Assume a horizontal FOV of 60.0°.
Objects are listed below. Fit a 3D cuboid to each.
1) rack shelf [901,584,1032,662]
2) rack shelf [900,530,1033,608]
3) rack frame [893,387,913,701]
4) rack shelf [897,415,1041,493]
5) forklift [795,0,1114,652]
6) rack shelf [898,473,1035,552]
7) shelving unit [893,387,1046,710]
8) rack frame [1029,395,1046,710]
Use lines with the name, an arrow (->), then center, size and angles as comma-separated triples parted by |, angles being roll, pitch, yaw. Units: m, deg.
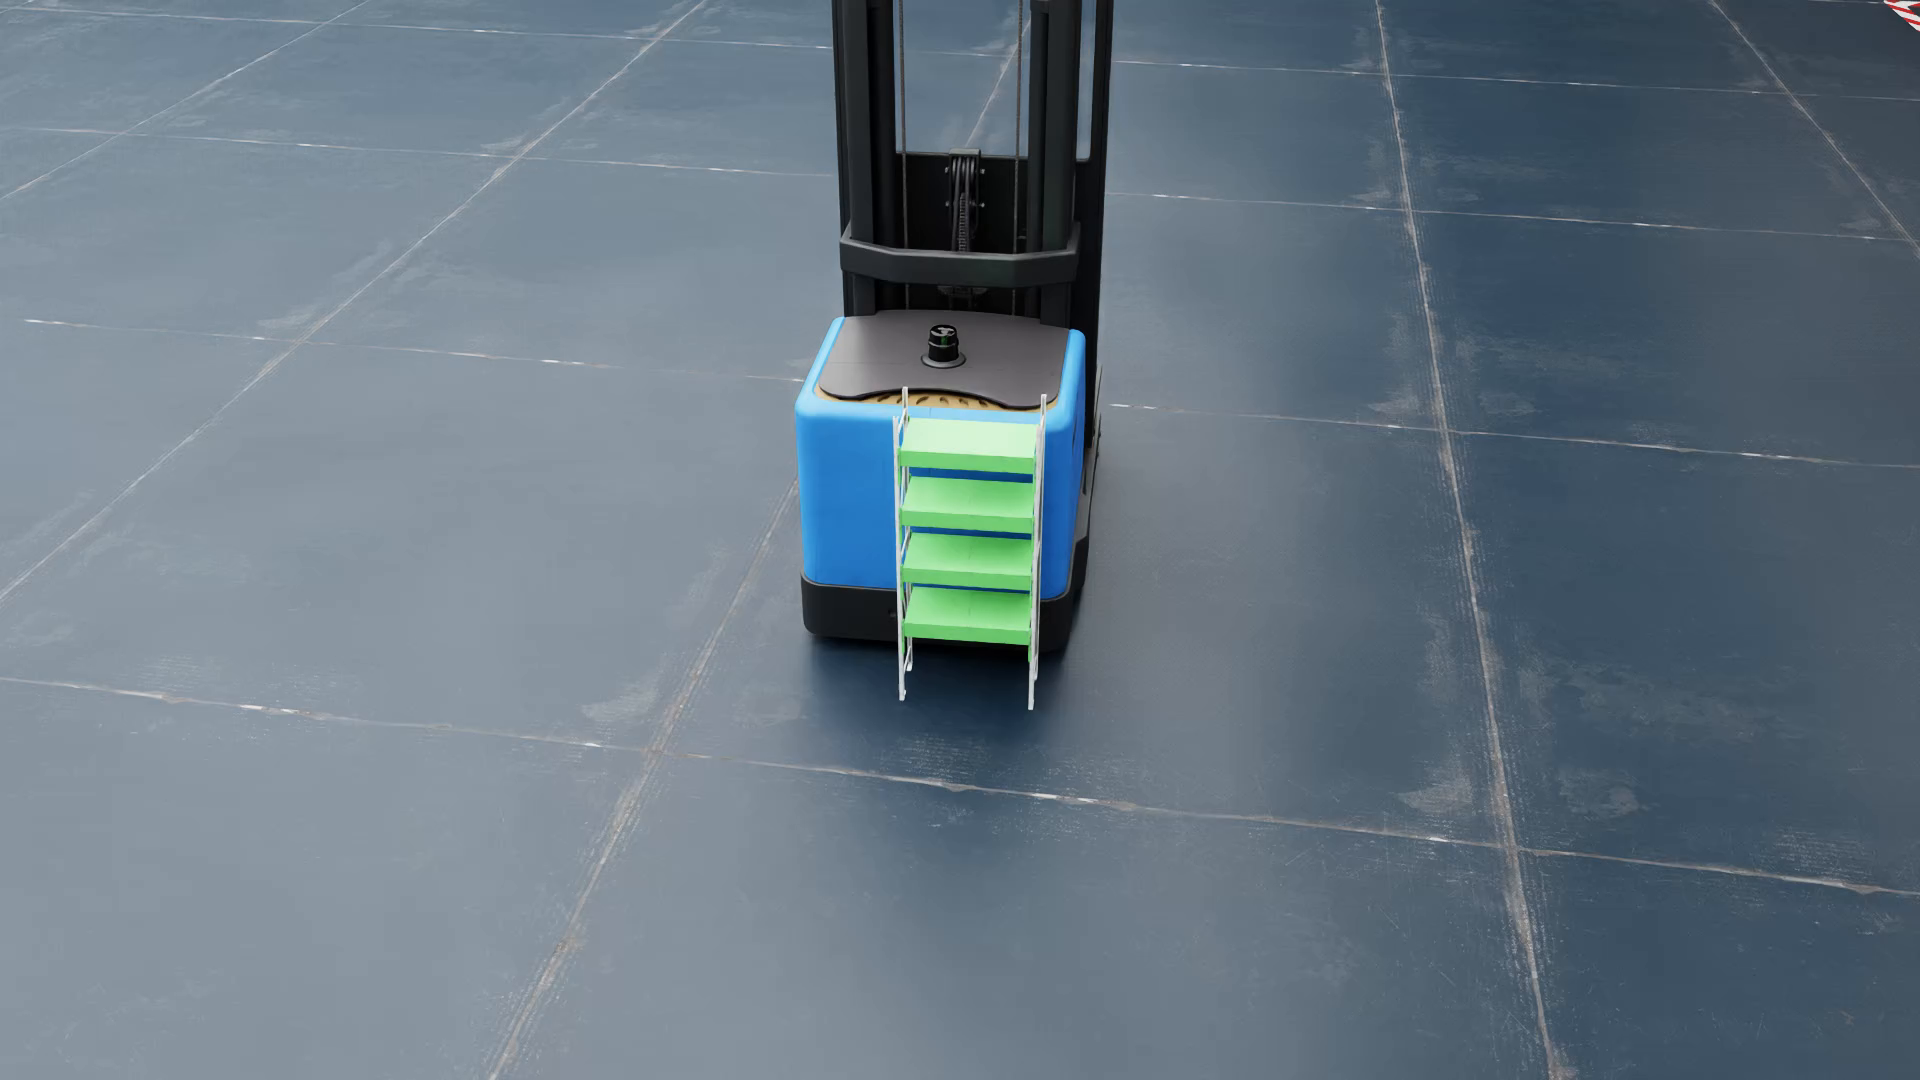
rack shelf -> 0.037, 0.307, 6.201 | 0.480, 0.148, 0.258 | 4, 32, 6
rack shelf -> 0.037, 0.104, 6.074 | 0.480, 0.148, 0.258 | 4, 32, 6
rack frame -> -0.206, 0.034, 6.064 | 0.015, 1.200, 0.240 | 4, 32, 6
rack shelf -> 0.037, -0.303, 5.819 | 0.480, 0.148, 0.258 | 4, 32, 6
forklift -> 0.079, -1.572, 6.999 | 1.130, 2.935, 3.031 | 4, 32, 6
rack shelf -> 0.037, -0.100, 5.947 | 0.480, 0.148, 0.258 | 4, 32, 6
shelving unit -> 0.037, 0.049, 6.040 | 0.503, 1.200, 0.258 | 4, 32, 6
rack frame -> 0.279, 0.065, 6.016 | 0.015, 1.200, 0.240 | 4, 32, 6
